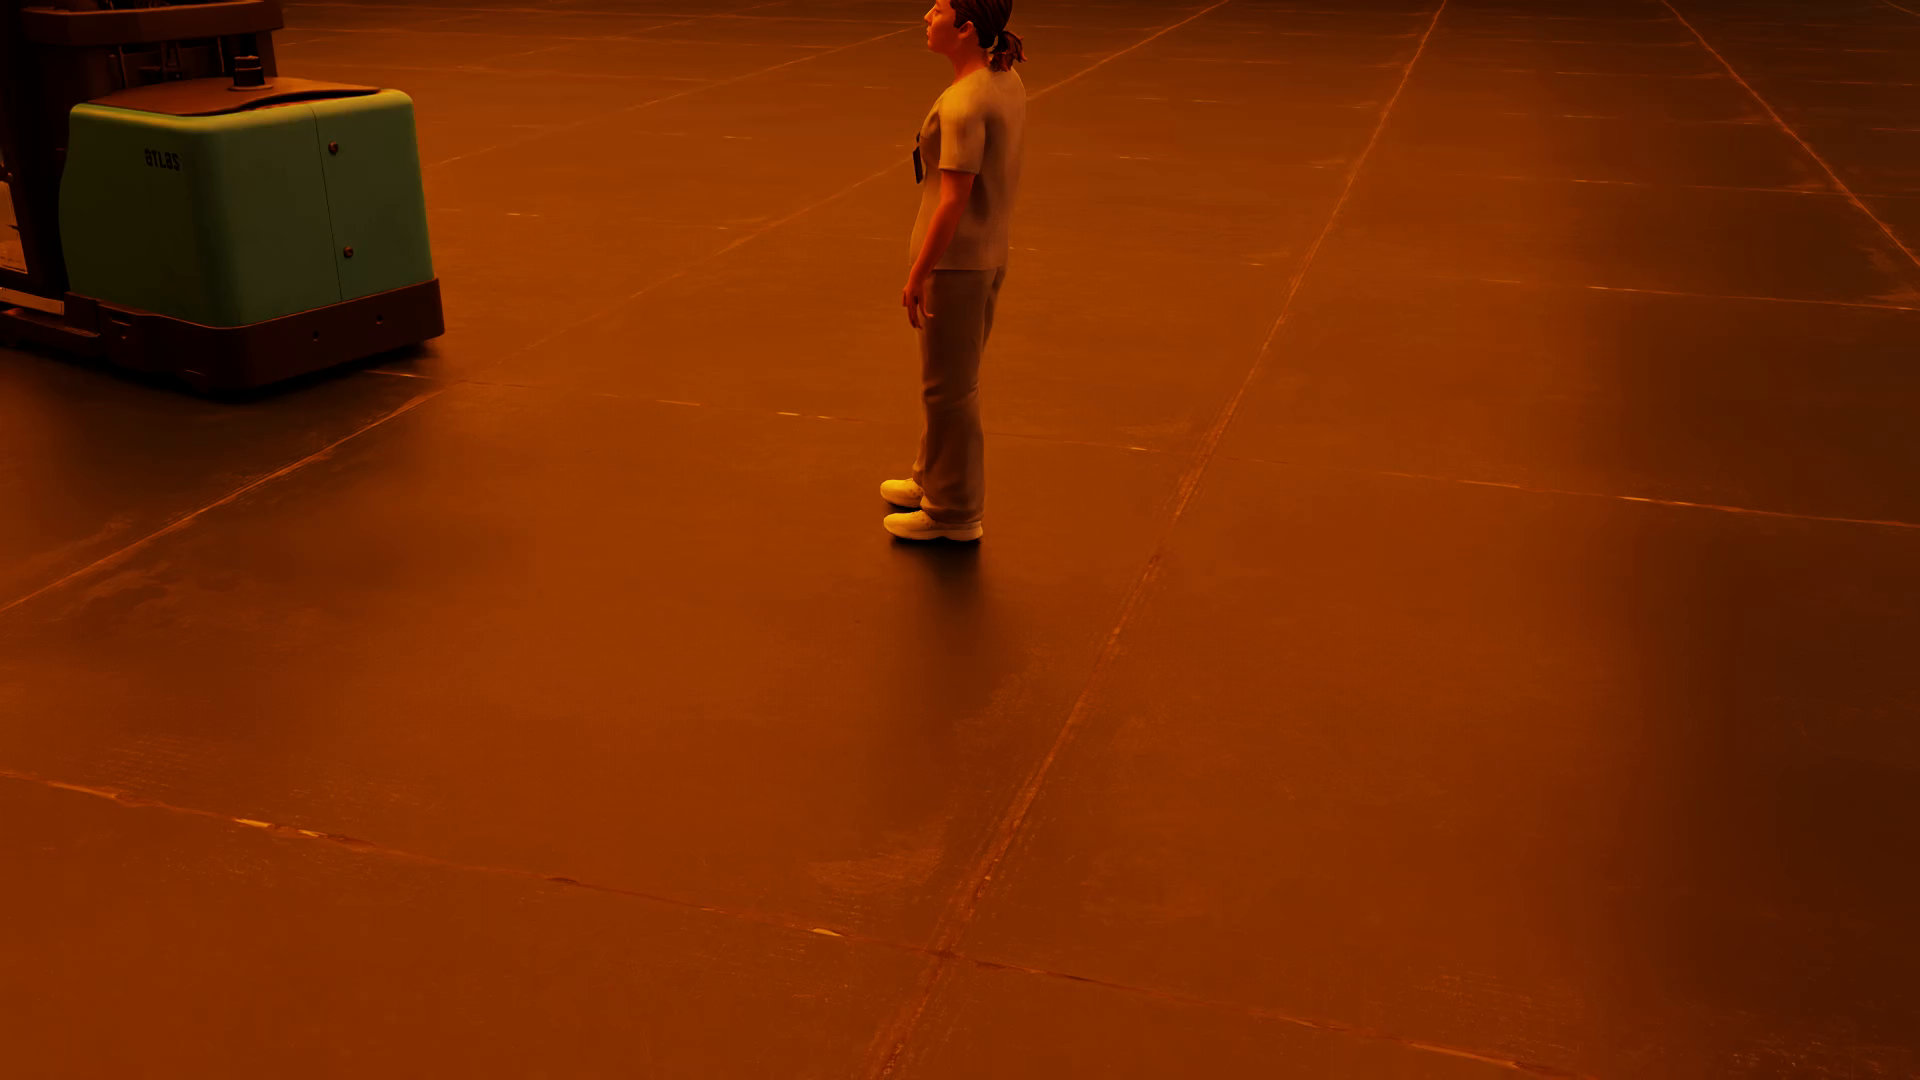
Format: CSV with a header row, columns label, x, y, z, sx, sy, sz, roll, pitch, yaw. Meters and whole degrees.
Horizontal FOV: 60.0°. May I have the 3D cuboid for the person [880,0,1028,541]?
label,x,y,z,sx,sy,sz,roll,pitch,yaw
person,-0.067,-0.795,4.831,0.548,1.673,0.549,7,23,16

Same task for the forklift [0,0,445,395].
label,x,y,z,sx,sy,sz,roll,pitch,yaw
forklift,-3.695,-2.331,6.926,3.031,2.935,1.130,14,26,31
